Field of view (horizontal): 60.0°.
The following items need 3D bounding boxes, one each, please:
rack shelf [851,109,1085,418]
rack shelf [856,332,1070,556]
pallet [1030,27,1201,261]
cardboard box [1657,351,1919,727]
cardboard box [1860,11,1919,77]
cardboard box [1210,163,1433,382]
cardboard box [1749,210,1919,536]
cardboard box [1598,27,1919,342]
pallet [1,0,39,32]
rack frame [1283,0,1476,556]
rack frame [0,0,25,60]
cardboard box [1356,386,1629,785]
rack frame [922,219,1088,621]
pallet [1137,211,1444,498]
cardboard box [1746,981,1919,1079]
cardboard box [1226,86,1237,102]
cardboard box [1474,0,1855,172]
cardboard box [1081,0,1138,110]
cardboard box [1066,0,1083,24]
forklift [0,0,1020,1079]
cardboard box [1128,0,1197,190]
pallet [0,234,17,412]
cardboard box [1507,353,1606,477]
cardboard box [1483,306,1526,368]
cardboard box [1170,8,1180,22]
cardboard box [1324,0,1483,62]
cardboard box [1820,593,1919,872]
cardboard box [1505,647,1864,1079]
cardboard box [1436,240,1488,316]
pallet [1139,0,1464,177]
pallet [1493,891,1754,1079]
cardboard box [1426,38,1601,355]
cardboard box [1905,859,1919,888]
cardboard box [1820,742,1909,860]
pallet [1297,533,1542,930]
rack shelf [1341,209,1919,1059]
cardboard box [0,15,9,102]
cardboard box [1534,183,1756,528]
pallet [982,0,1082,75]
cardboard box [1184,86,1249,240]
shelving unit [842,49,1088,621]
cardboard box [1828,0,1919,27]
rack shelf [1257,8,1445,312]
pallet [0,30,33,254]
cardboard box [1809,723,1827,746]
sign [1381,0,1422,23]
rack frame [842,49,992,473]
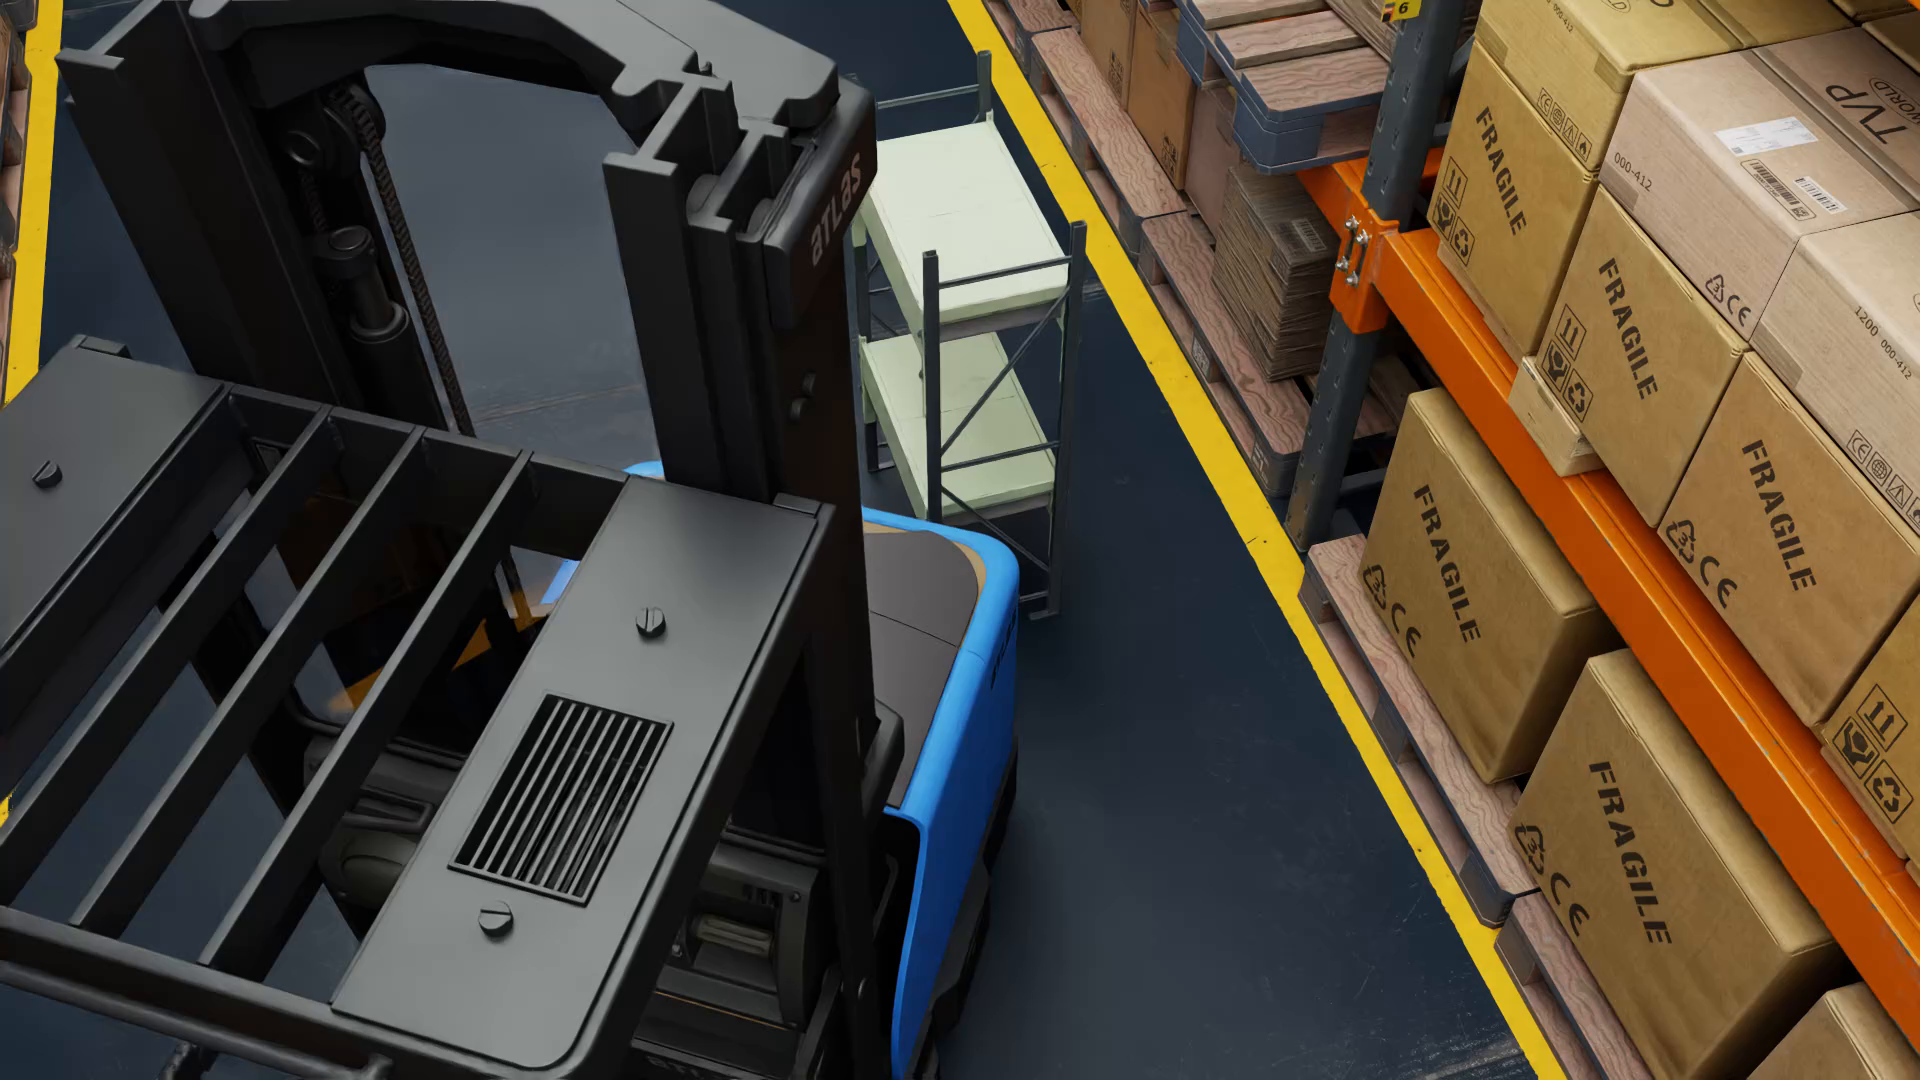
[{"bbox_3d":[-0.002,-0.740,4.382,0.431,0.370,0.720,-13,51,-11],"label":"rack shelf"},{"bbox_3d":[-0.002,-0.278,4.930,0.431,0.370,0.720,-13,51,-11],"label":"rack shelf"},{"bbox_3d":[0.936,-1.639,6.494,1.003,0.211,1.213,-13,51,-11],"label":"pallet"},{"bbox_3d":[1.713,-0.052,3.059,0.500,0.500,0.500,-14,51,-11],"label":"cardboard box"},{"bbox_3d":[2.054,-0.802,3.200,0.500,0.250,0.500,-15,51,-12],"label":"cardboard box"},{"bbox_3d":[1.260,-0.927,5.417,0.700,0.500,0.500,-13,51,-10],"label":"cardboard box"},{"bbox_3d":[1.722,-0.307,2.783,0.500,0.250,0.500,-13,51,-11],"label":"cardboard box"},{"bbox_3d":[1.570,-0.671,3.090,0.500,0.250,0.500,-14,51,-11],"label":"cardboard box"},{"bbox_3d":[-4.587,-2.567,7.276,1.003,0.211,1.213,-13,51,-11],"label":"pallet"},{"bbox_3d":[1.523,-1.077,4.196,1.000,3.000,0.127,-13,51,-11],"label":"rack frame"},{"bbox_3d":[-4.391,-2.876,5.712,1.000,3.000,0.127,-13,51,-11],"label":"rack frame"},{"bbox_3d":[1.615,0.047,4.380,0.750,0.750,0.750,-14,51,-11],"label":"cardboard box"},{"bbox_3d":[0.106,-0.221,4.455,0.400,1.500,0.023,-13,51,-11],"label":"rack frame"},{"bbox_3d":[1.293,-0.749,5.744,1.003,0.211,1.213,-13,51,-11],"label":"pallet"},{"bbox_3d":[2.123,1.308,3.317,0.750,0.750,0.750,-12,51,-10],"label":"cardboard box"},{"bbox_3d":[1.151,-1.599,5.493,0.500,0.250,0.500,-12,51,-10],"label":"cardboard box"},{"bbox_3d":[1.419,-1.042,3.403,0.500,0.250,0.500,-12,51,-10],"label":"cardboard box"},{"bbox_3d":[0.886,-2.053,6.366,0.700,0.500,0.500,-13,51,-11],"label":"cardboard box"},{"bbox_3d":[0.774,-2.435,6.688,0.700,0.500,0.500,-14,51,-12],"label":"cardboard box"},{"bbox_3d":[-0.756,0.726,2.721,1.130,2.935,3.031,13,51,11],"label":"forklift"},{"bbox_3d":[1.045,-1.686,6.057,0.700,0.500,0.500,-14,51,-11],"label":"cardboard box"},{"bbox_3d":[-3.772,-0.555,5.580,1.003,0.211,1.213,-13,51,-11],"label":"pallet"},{"bbox_3d":[1.463,-0.311,3.701,0.380,0.149,0.250,-12,51,-10],"label":"cardboard box"},{"bbox_3d":[1.465,-0.524,3.881,0.380,0.149,0.250,-13,51,-10],"label":"cardboard box"},{"bbox_3d":[0.994,-1.974,5.809,0.500,0.250,0.500,-14,51,-11],"label":"cardboard box"},{"bbox_3d":[1.374,-1.592,4.277,0.700,0.500,0.500,-19,52,-15],"label":"cardboard box"},{"bbox_3d":[1.875,0.327,2.740,0.500,0.500,0.500,-12,51,-10],"label":"cardboard box"},{"bbox_3d":[1.868,0.688,3.839,0.750,0.750,0.750,-14,51,-11],"label":"cardboard box"},{"bbox_3d":[1.399,-0.710,4.038,0.380,0.149,0.250,-14,51,-12],"label":"cardboard box"},{"bbox_3d":[1.210,-1.512,4.688,1.213,0.211,1.003,-13,51,-11],"label":"pallet"},{"bbox_3d":[2.041,1.304,4.013,1.003,0.211,1.213,-13,51,-11],"label":"pallet"},{"bbox_3d":[1.422,-0.799,3.689,0.500,0.500,0.500,-12,51,-10],"label":"cardboard box"},{"bbox_3d":[1.934,0.602,2.932,0.380,0.149,0.250,-12,51,-10],"label":"cardboard box"},{"bbox_3d":[1.863,0.408,3.095,0.380,0.149,0.250,-13,51,-11],"label":"cardboard box"},{"bbox_3d":[1.684,0.415,4.762,1.003,0.211,1.213,-13,51,-11],"label":"pallet"},{"bbox_3d":[2.114,0.616,3.240,1.077,0.370,4.000,-13,51,-11],"label":"rack shelf"},{"bbox_3d":[-3.992,-1.888,6.403,0.500,0.250,0.500,-14,51,-11],"label":"cardboard box"},{"bbox_3d":[1.568,-0.414,3.364,0.500,0.500,0.500,-12,51,-10],"label":"cardboard box"},{"bbox_3d":[0.571,-2.531,7.246,1.003,0.211,1.213,-13,51,-11],"label":"pallet"},{"bbox_3d":[1.219,-1.330,5.756,0.700,0.500,0.500,-13,51,-11],"label":"cardboard box"},{"bbox_3d":[-0.002,-0.488,4.681,0.431,1.500,0.755,-13,51,-11],"label":"shelving unit"},{"bbox_3d":[1.904,-1.181,3.520,0.500,0.250,0.500,-12,51,-10],"label":"cardboard box"},{"bbox_3d":[0.931,-2.306,5.703,1.077,0.370,4.000,-13,51,-11],"label":"rack shelf"},{"bbox_3d":[-4.136,-1.448,6.332,1.003,0.211,1.213,-13,51,-11],"label":"pallet"},{"bbox_3d":[1.806,0.224,3.251,0.380,0.149,0.250,-13,51,-10],"label":"cardboard box"},{"bbox_3d":[1.007,-1.295,3.674,0.100,0.325,0.005,-13,51,-11],"label":"sign"},{"bbox_3d":[-0.110,-0.756,4.906,0.400,1.500,0.023,-13,51,-11],"label":"rack frame"}]
